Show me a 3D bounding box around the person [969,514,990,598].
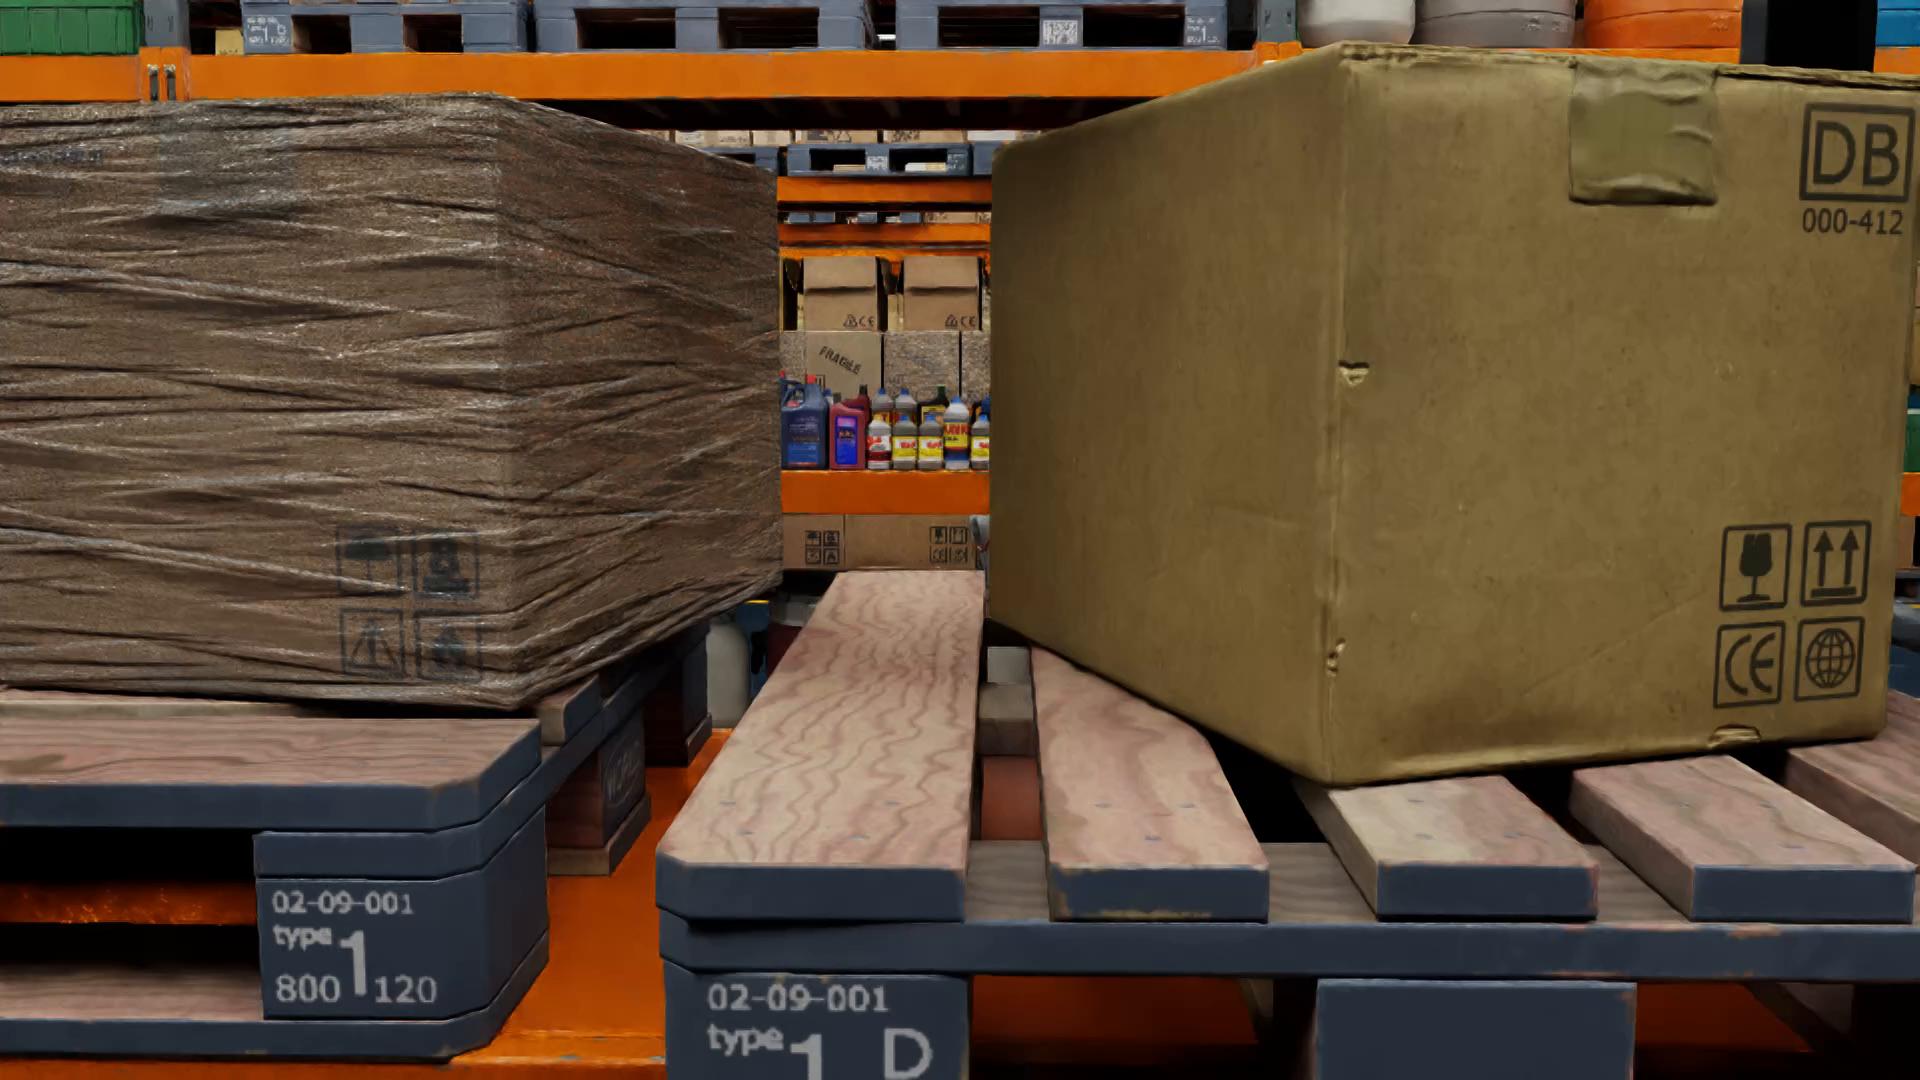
[{"bbox_3d":[0.179,-0.057,8.326,0.615,1.650,0.452,-3,8,-19],"label":"person"}]
